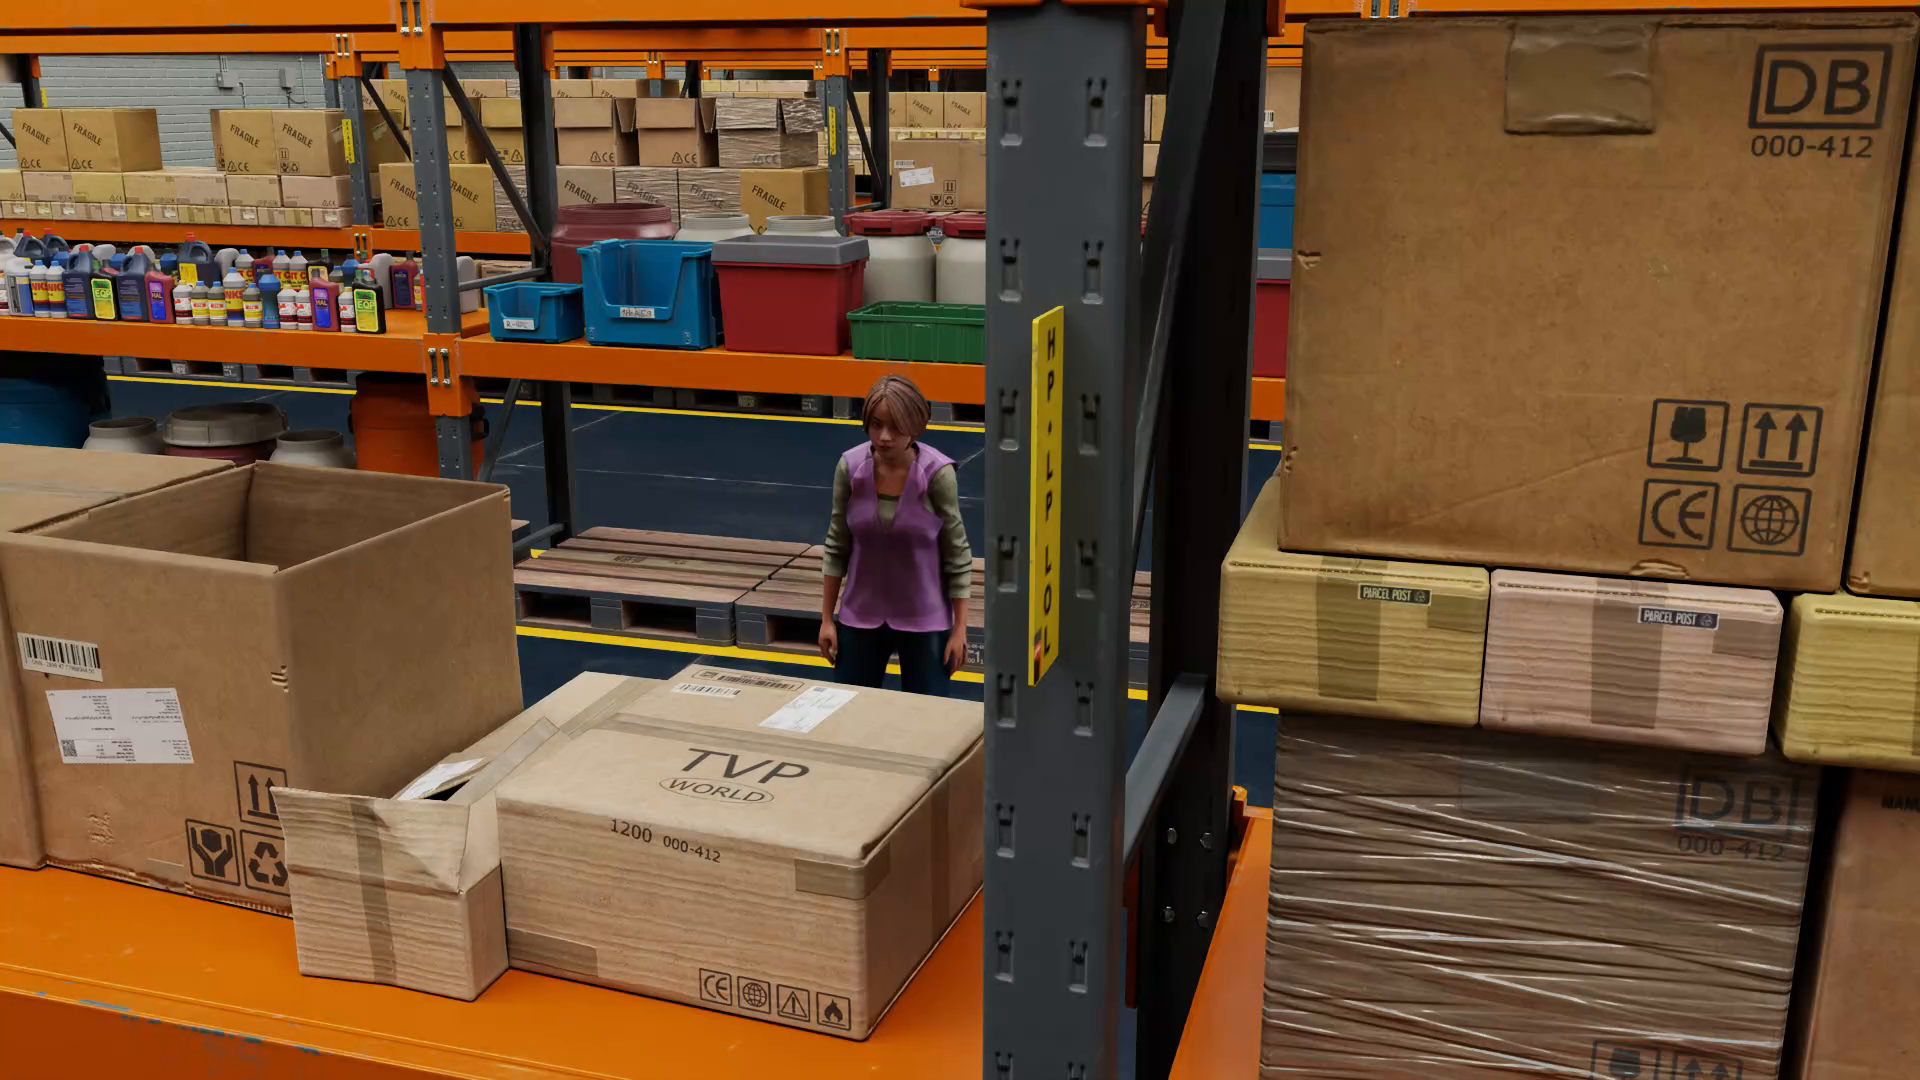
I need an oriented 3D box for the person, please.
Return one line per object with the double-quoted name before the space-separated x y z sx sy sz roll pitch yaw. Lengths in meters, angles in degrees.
"person" -0.203 0.277 5.028 0.484 1.592 0.346 4 16 13
